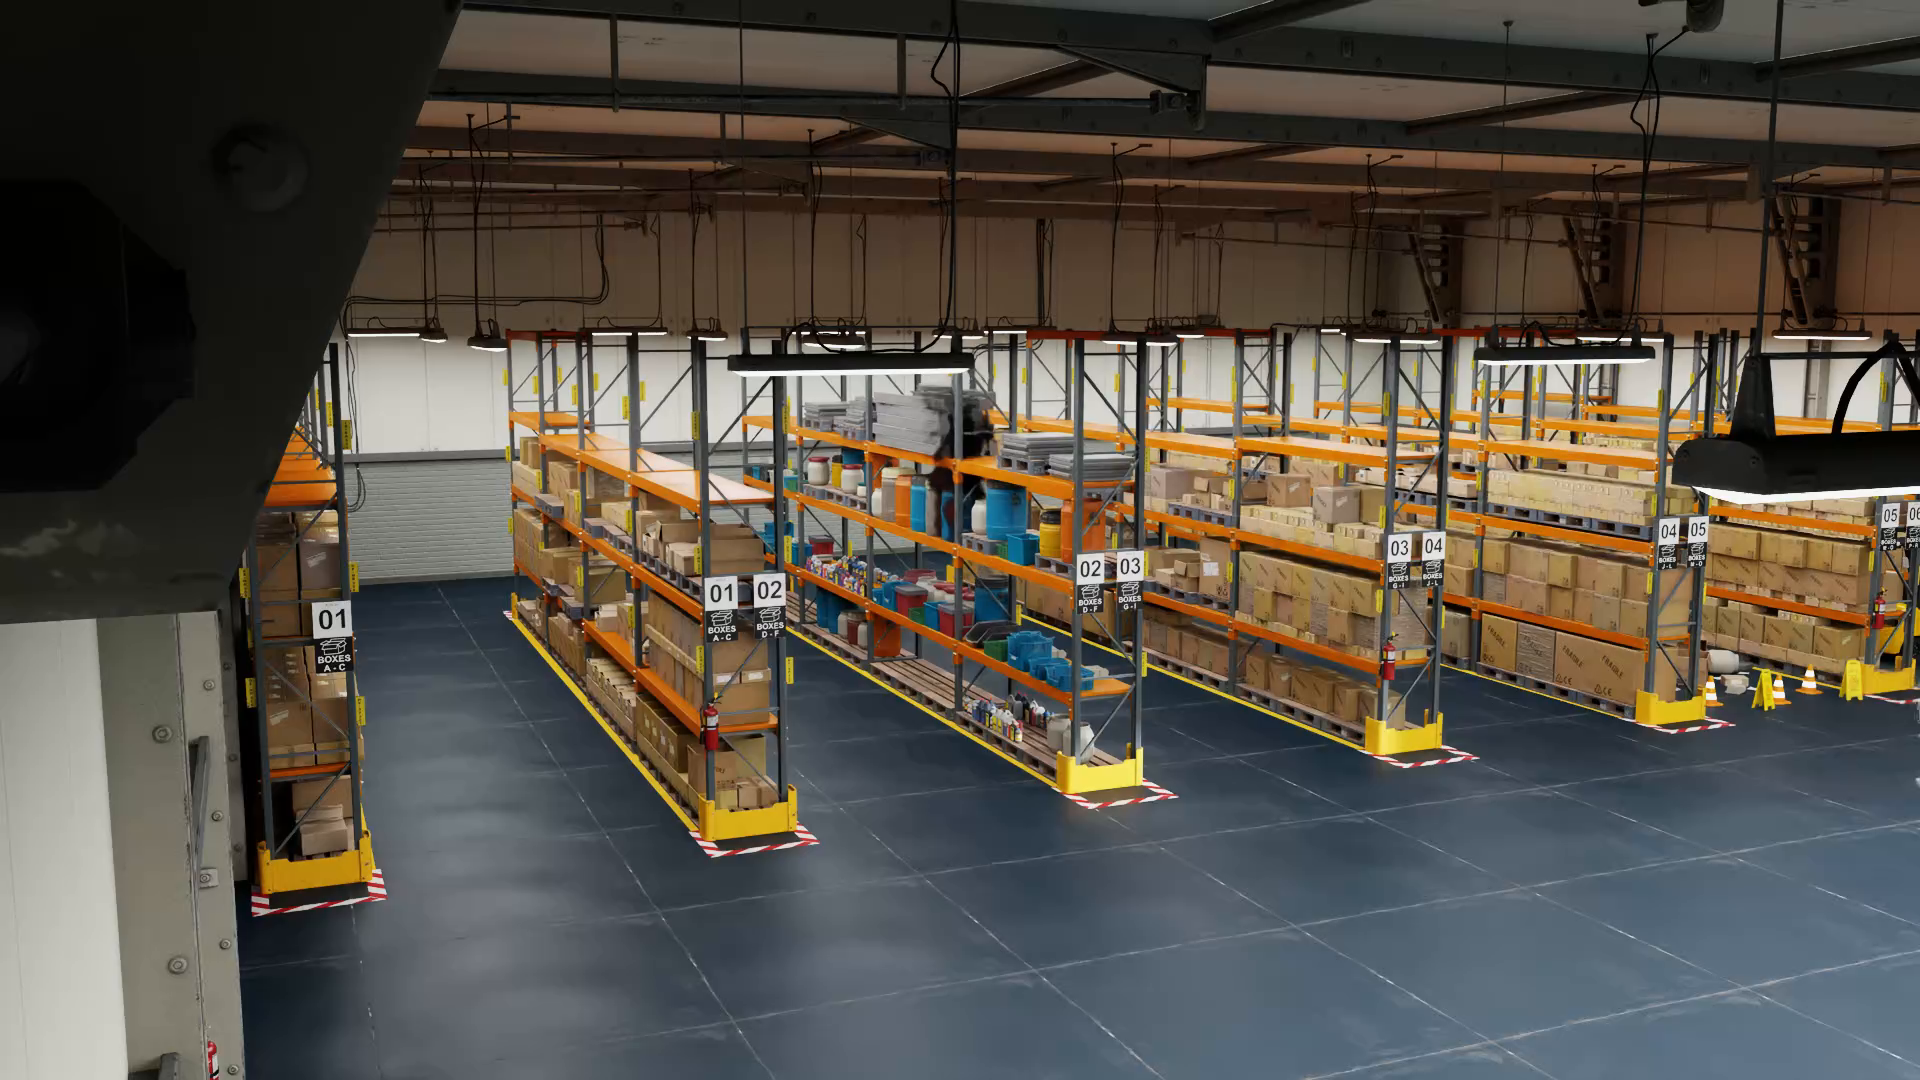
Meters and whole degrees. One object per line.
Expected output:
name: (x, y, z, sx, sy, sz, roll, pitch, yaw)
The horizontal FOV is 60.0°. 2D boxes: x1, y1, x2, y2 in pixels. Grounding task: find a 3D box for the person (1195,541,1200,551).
person: (6.053, -0.128, 41.331, 0.669, 1.695, 0.530, -6, 10, -39)
